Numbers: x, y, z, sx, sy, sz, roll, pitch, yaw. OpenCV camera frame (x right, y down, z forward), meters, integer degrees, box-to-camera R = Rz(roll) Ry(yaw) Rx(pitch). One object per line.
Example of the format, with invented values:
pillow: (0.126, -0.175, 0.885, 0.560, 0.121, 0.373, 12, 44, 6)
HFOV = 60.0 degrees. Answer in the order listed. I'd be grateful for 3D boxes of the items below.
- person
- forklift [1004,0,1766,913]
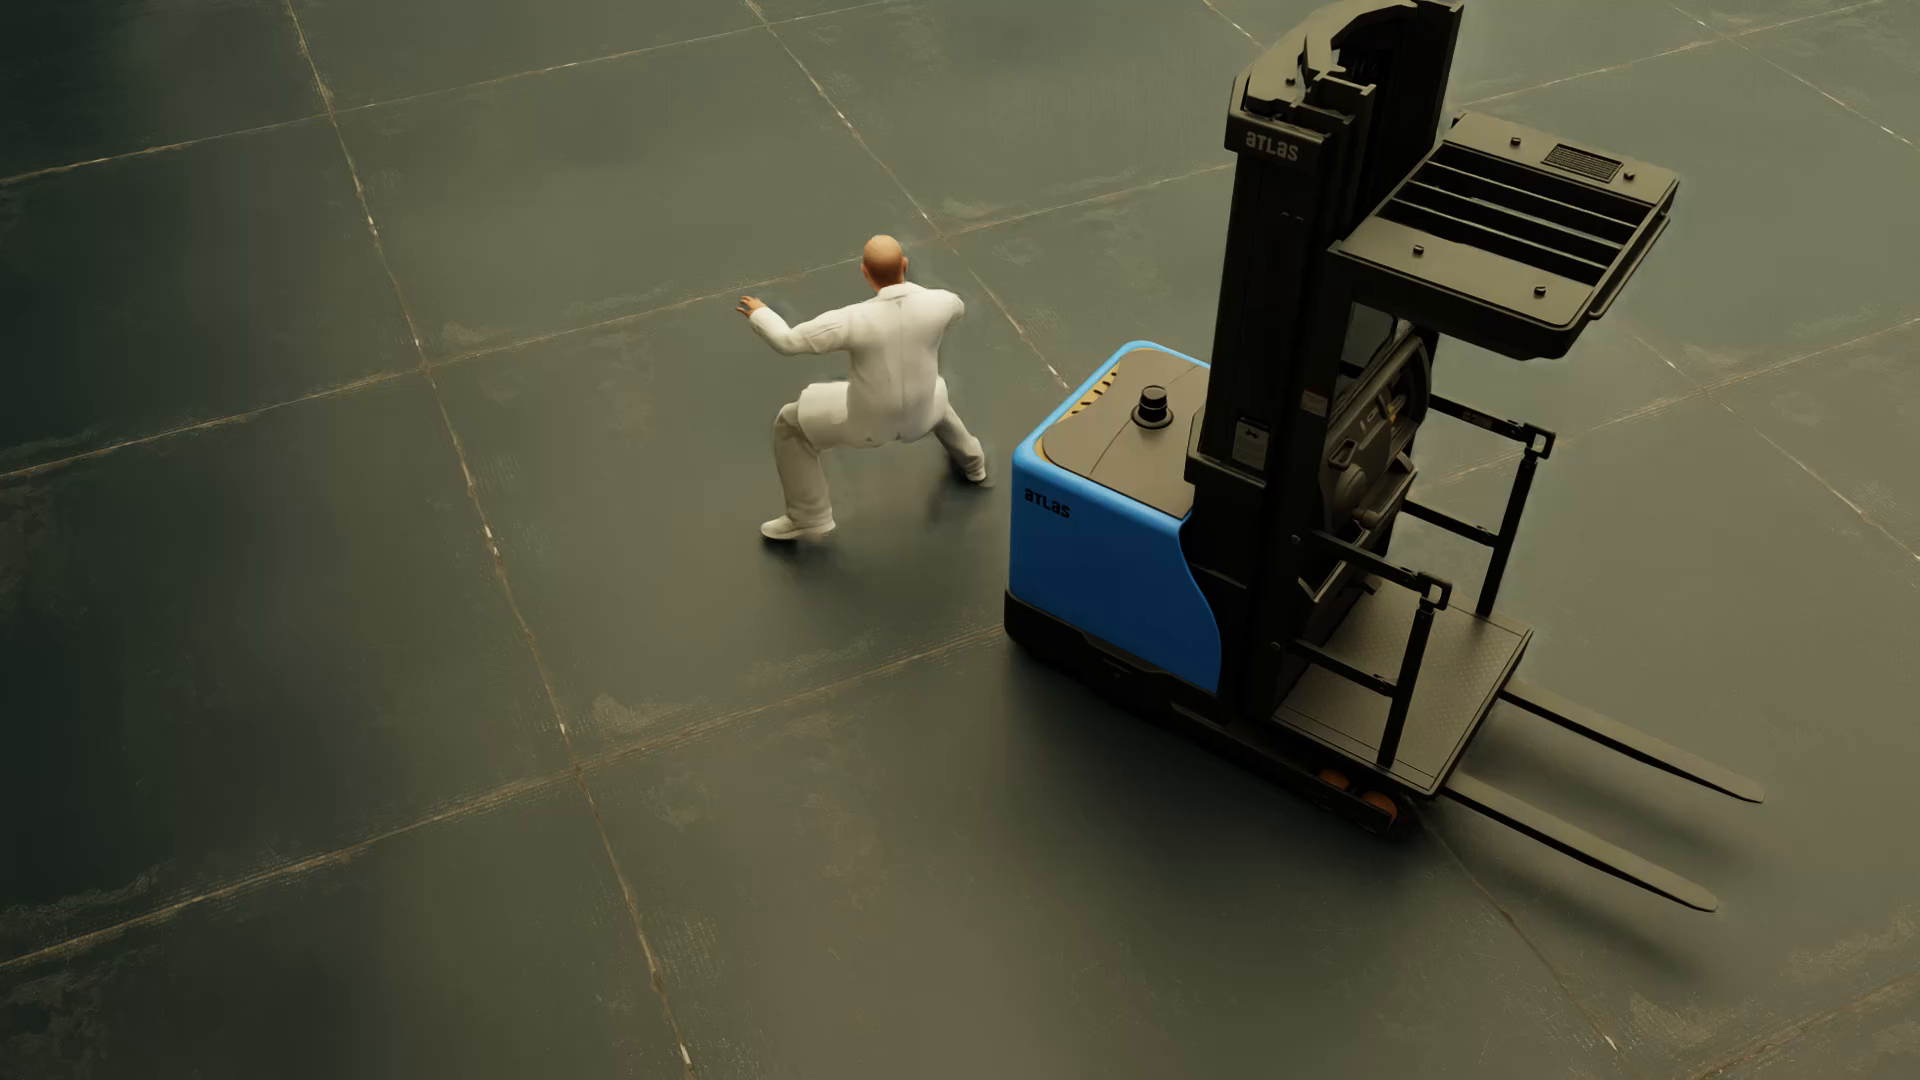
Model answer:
person: (-0.409, -0.739, 7.497, 1.162, 1.532, 0.740, -15, 45, -15)
forklift: (1.694, -0.331, 6.035, 3.031, 2.935, 1.130, 25, 49, 25)
